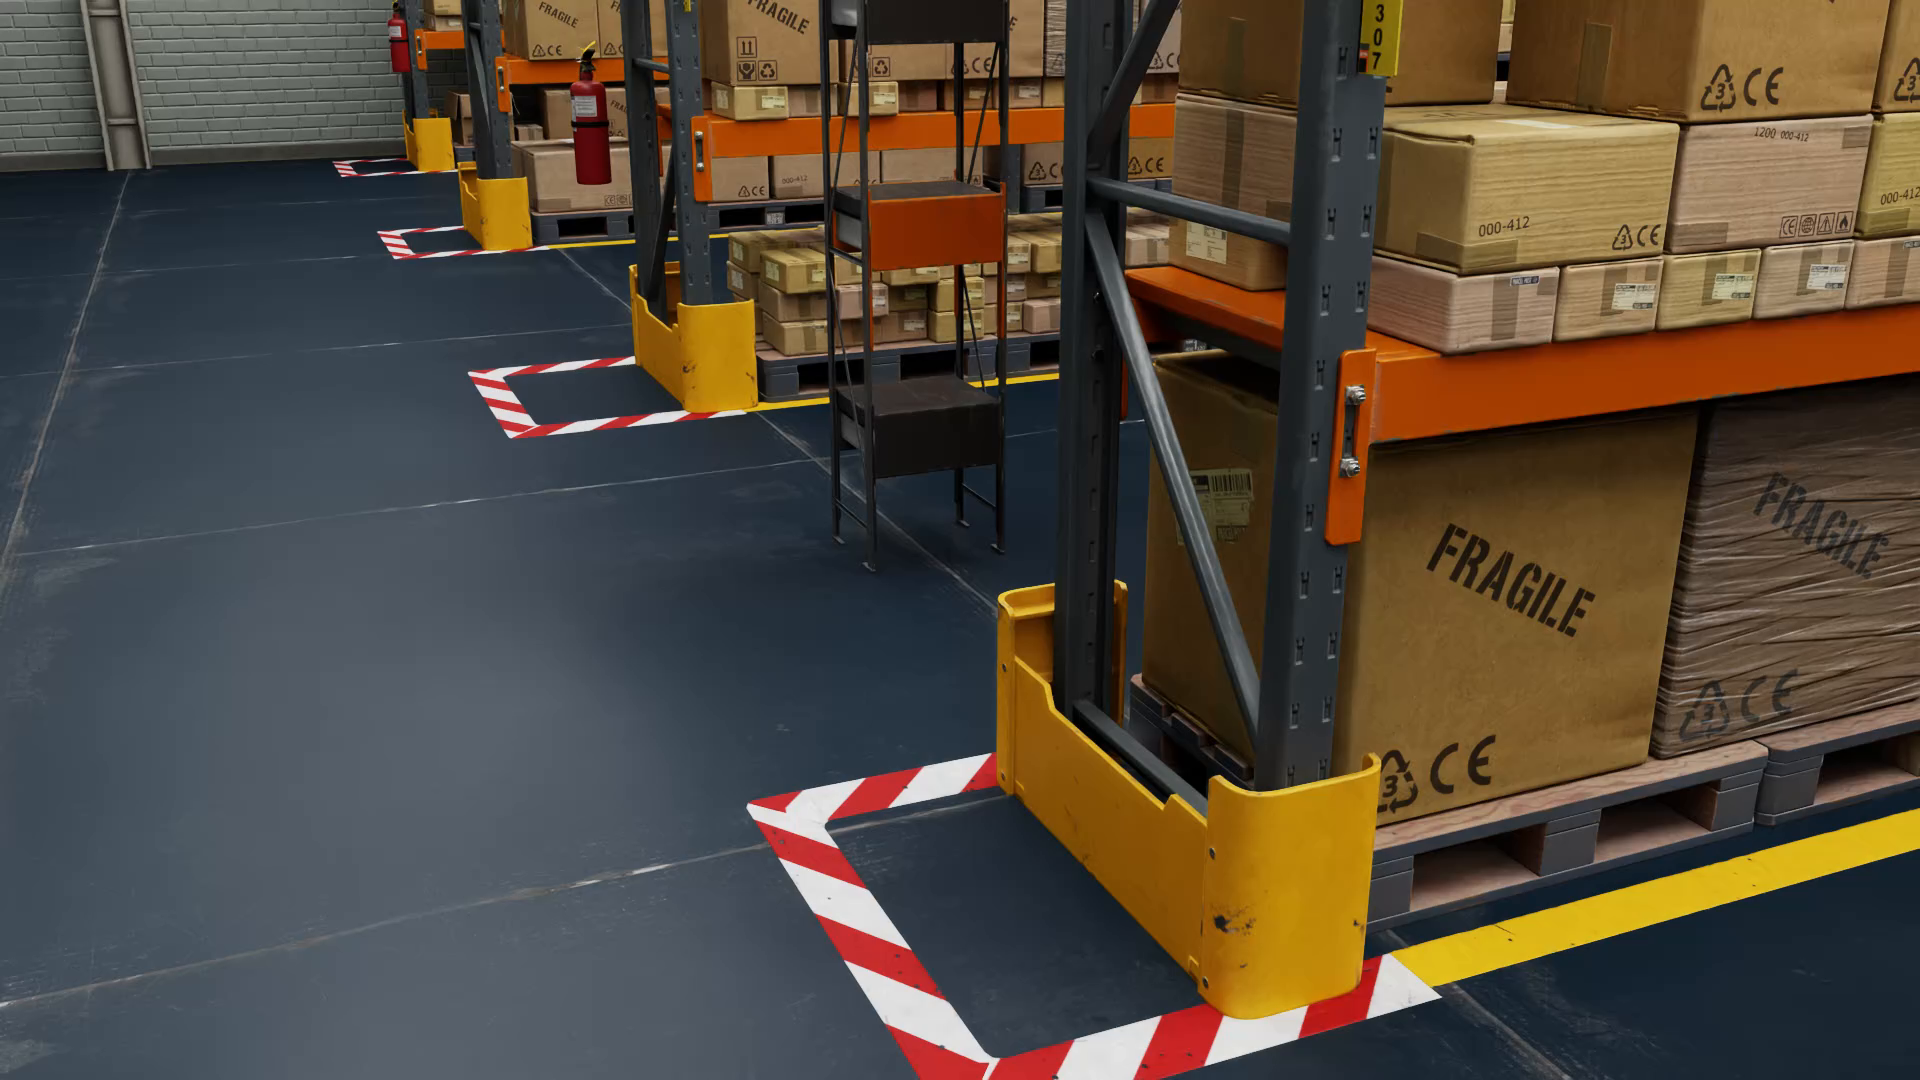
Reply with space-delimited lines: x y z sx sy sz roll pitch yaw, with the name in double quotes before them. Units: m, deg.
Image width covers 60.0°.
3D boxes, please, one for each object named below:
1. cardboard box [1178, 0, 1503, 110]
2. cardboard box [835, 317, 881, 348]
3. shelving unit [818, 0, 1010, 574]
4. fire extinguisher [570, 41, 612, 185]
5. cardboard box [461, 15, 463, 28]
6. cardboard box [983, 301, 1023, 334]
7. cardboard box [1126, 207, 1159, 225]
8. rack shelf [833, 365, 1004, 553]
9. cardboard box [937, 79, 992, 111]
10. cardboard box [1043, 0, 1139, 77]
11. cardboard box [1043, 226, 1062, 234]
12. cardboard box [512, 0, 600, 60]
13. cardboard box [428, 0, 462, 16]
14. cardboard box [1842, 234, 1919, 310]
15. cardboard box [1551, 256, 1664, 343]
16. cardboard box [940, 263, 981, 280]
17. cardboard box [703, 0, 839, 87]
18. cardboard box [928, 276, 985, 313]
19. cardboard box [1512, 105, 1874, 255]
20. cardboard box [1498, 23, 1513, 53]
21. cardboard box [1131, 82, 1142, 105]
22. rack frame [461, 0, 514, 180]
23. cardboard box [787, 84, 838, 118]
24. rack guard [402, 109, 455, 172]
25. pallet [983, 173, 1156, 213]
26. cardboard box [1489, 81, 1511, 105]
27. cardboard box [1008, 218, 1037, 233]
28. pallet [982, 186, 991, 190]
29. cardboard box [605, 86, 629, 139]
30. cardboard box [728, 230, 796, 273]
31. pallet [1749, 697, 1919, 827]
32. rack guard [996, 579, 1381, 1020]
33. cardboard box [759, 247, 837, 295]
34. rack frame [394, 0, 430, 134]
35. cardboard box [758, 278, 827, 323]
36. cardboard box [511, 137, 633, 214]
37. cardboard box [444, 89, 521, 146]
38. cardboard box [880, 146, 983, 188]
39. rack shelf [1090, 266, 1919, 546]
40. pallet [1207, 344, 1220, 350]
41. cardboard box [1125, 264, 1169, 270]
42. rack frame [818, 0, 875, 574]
"cardboard box" 0.827 -1.224 3.632 0.500 0.500 0.500 -8 21 -21
"cardboard box" -0.572 -1.067 8.196 0.250 0.149 0.380 -8 21 -22
"shelving unit" -0.152 -0.969 5.611 0.503 2.100 0.431 -8 21 -22
"fire extinguisher" -1.802 -2.078 8.085 0.183 0.674 0.296 -8 21 -22
"cardboard box" -4.785 -5.081 16.314 0.250 0.149 0.380 -8 21 -21
"cardboard box" 0.128 -1.164 8.473 0.250 0.149 0.380 -8 21 -22
"cardboard box" 0.901 -1.744 9.225 0.250 0.149 0.380 -8 21 -21
"rack shelf" -0.152 -0.295 5.848 0.480 0.518 0.431 -8 21 -22
"cardboard box" -0.032 -2.176 8.064 0.250 0.149 0.380 -8 21 -22
"cardboard box" 0.536 -2.553 8.157 0.500 0.500 0.500 -9 21 -23
"cardboard box" 0.621 -1.523 8.597 0.250 0.149 0.380 -8 21 -22
"cardboard box" -2.887 -3.702 11.868 0.500 0.500 0.500 -8 21 -22
"cardboard box" -4.887 -5.239 16.163 0.500 0.250 0.500 -8 21 -22
"cardboard box" 1.884 -0.620 3.645 0.250 0.149 0.380 -9 21 -23
"cardboard box" 1.176 -0.519 3.357 0.250 0.149 0.380 -8 21 -23
"cardboard box" -0.090 -1.407 8.266 0.250 0.149 0.380 -9 21 -25
"cardboard box" -0.866 -2.345 7.567 0.500 0.500 0.500 -7 21 -19
"cardboard box" -0.063 -1.246 8.256 0.250 0.149 0.380 -7 21 -20
"cardboard box" 1.506 -0.778 3.492 0.500 0.250 0.500 -8 21 -23
"cardboard box" 2.829 -2.700 8.920 0.250 0.149 0.380 -9 21 -25
"cardboard box" 0.709 -2.254 8.285 0.250 0.149 0.380 -8 21 -21
"rack frame" -3.441 -3.679 11.954 0.127 3.000 1.000 -8 21 -22
"cardboard box" -0.743 -2.053 7.714 0.250 0.149 0.380 -7 21 -20
"rack guard" -5.341 -4.023 16.695 0.348 0.500 1.175 -8 21 -22
"pallet" 0.910 -3.014 14.265 1.213 0.211 1.003 -8 21 -22
"cardboard box" 1.290 -0.938 3.947 0.500 0.250 0.500 -9 21 -23
"cardboard box" 0.212 -1.620 8.871 0.250 0.149 0.380 -9 21 -24
"pallet" -0.498 -2.814 13.695 1.213 0.211 1.003 -8 21 -22
"cardboard box" -3.486 -4.402 17.140 0.500 0.500 0.500 -8 21 -21
"cardboard box" -1.002 -1.464 8.427 0.250 0.149 0.380 -8 21 -21
"pallet" 2.306 0.370 4.653 1.213 0.211 1.003 -8 21 -22
"rack guard" 0.462 0.525 3.777 0.348 0.500 1.175 -8 21 -22
"cardboard box" -0.772 -1.282 7.911 0.250 0.149 0.380 -9 21 -24
"rack frame" -5.411 -5.192 16.252 0.127 3.000 1.000 -8 21 -22
"cardboard box" -0.805 -1.167 8.032 0.250 0.149 0.380 -7 21 -20
"cardboard box" -2.875 -2.786 12.643 0.875 0.438 0.875 -9 21 -24
"cardboard box" -4.812 -4.264 16.743 0.637 0.503 0.797 -9 21 -24
"cardboard box" -0.387 -3.145 13.663 0.875 0.438 0.875 -8 21 -23
"rack shelf" 2.321 -0.581 4.238 4.000 0.370 1.077 -8 21 -22
"pallet" 1.682 -1.295 9.381 1.213 0.211 1.003 -8 21 -22
"cardboard box" 0.890 -1.413 8.730 0.250 0.149 0.380 -9 21 -24
"rack frame" -0.376 -0.937 5.520 0.015 2.100 0.400 -8 21 -22
